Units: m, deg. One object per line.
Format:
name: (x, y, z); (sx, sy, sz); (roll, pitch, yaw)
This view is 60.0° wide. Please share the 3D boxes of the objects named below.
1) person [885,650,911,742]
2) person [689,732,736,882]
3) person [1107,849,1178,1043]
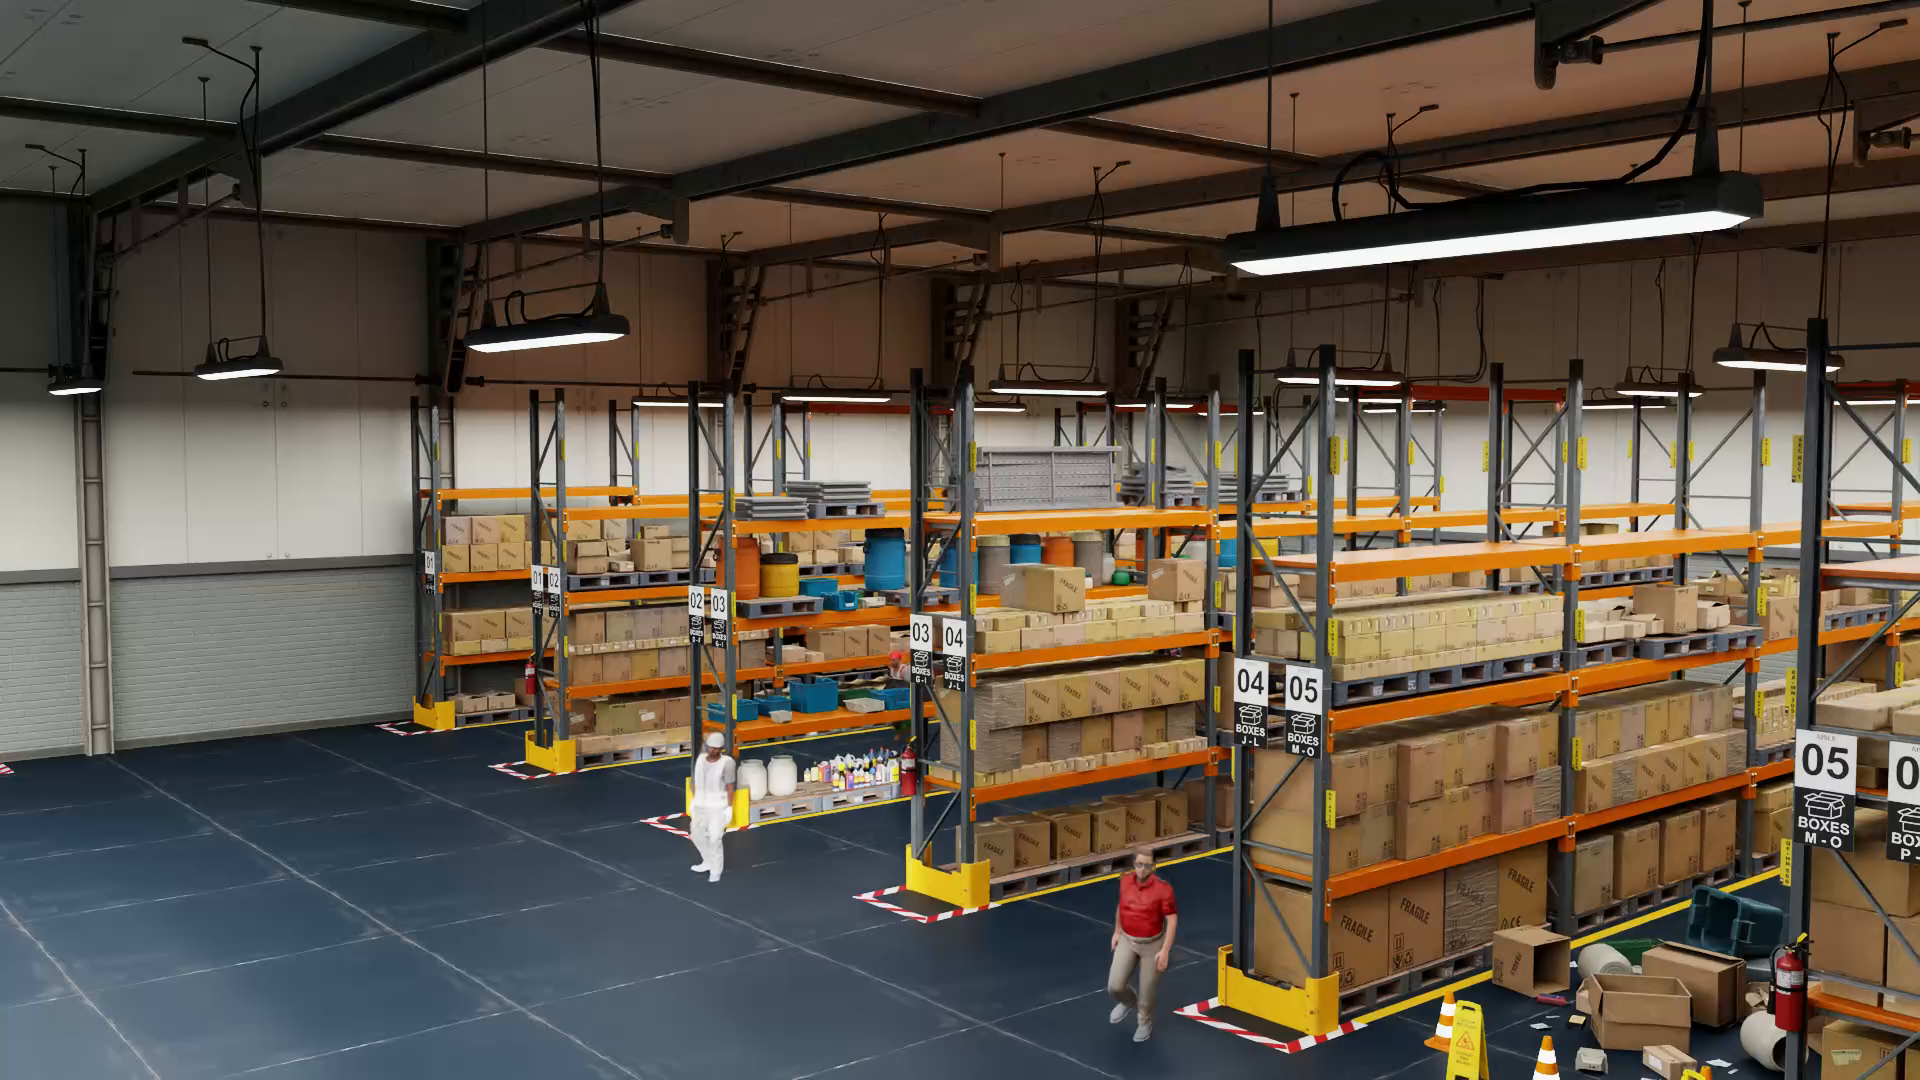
person: (-1.007, 2.672, 28.349); (0.697, 1.629, 0.890); (3, 5, 42)
person: (-2.930, 3.123, 19.611); (0.667, 1.759, 0.474); (1, 4, 22)
person: (1.569, 3.477, 14.289); (0.665, 1.706, 0.588); (1, 4, 23)
